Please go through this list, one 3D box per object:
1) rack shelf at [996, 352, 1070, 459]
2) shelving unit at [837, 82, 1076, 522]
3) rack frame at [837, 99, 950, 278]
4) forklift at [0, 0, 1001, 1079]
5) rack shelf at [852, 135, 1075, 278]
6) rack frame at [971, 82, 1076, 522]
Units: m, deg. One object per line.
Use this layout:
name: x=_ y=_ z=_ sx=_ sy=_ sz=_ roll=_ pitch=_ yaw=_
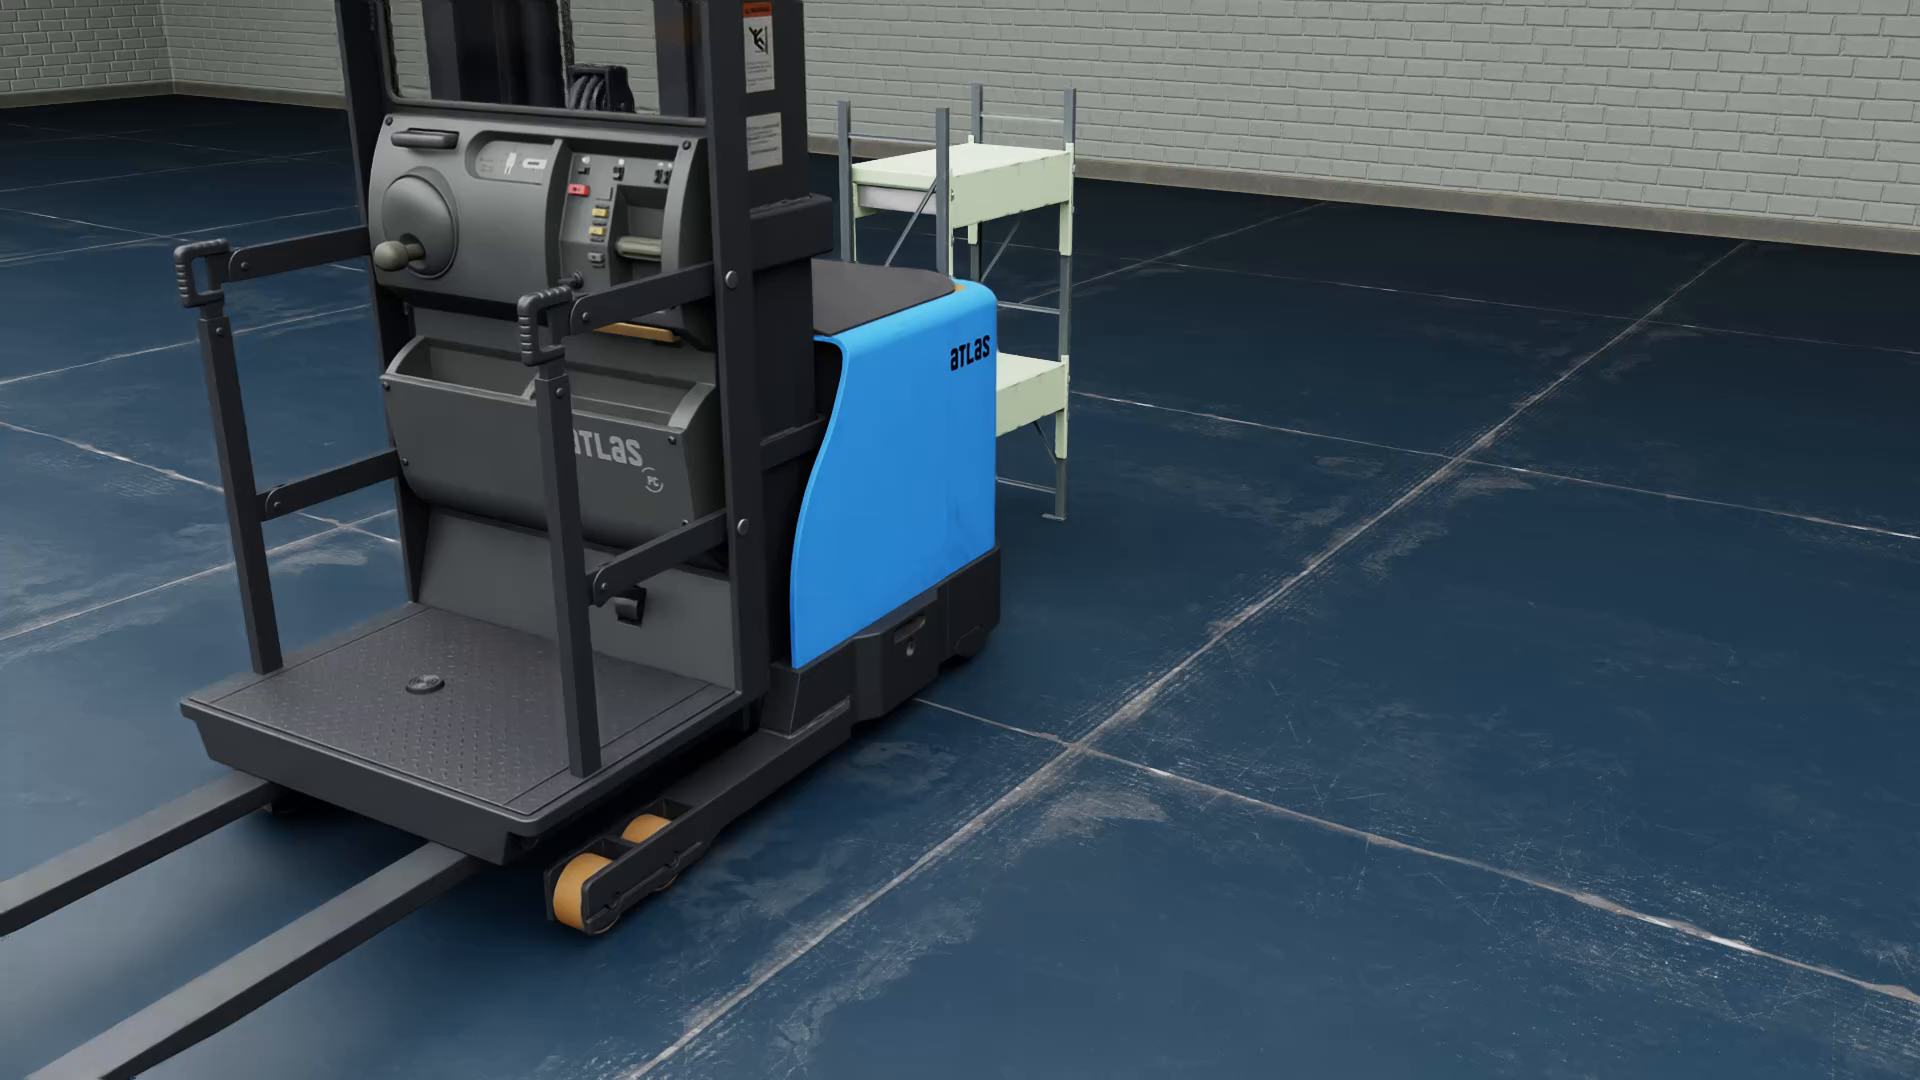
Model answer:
rack shelf: x=0.004 y=-0.400 z=5.623 sx=0.431 sy=0.370 sz=0.720 roll=13 pitch=24 yaw=32
shelving unit: x=0.004 y=-0.705 z=5.510 sx=0.431 sy=1.500 sz=0.755 roll=13 pitch=24 yaw=32
rack frame: x=-0.202 y=-0.600 z=5.226 sx=0.400 sy=1.500 sz=0.023 roll=13 pitch=24 yaw=32
forklift: x=-1.064 y=-0.724 z=3.498 sx=1.130 sy=2.935 sz=3.031 roll=12 pitch=23 yaw=28
rack shelf: x=0.004 y=-1.071 z=5.375 sx=0.431 sy=0.370 sz=0.720 roll=13 pitch=24 yaw=32
rack frame: x=0.209 y=-0.810 z=5.794 sx=0.400 sy=1.500 sz=0.023 roll=13 pitch=24 yaw=32
